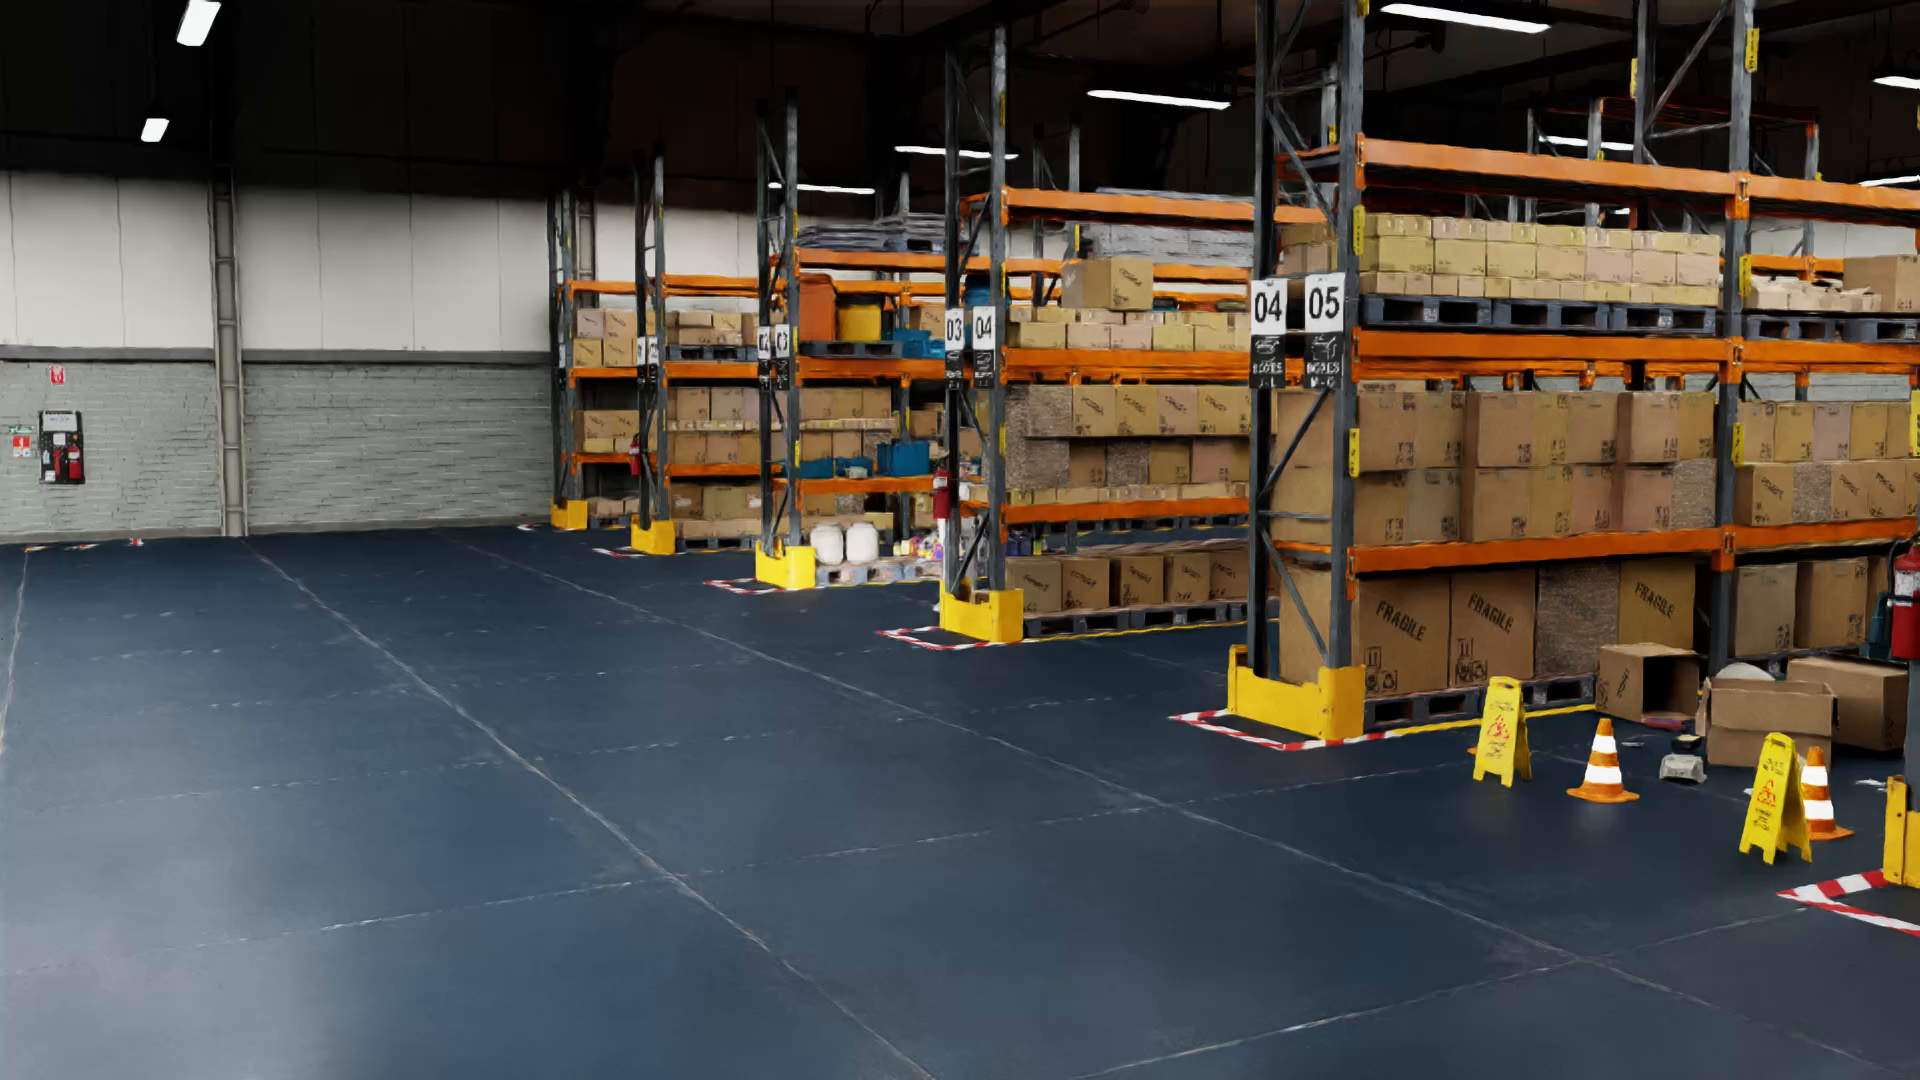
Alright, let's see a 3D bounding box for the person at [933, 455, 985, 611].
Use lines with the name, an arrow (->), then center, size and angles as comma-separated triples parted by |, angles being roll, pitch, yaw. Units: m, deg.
person -> -0.012, -0.071, 18.153 | 0.573, 1.712, 0.373 | 0, 5, -1
